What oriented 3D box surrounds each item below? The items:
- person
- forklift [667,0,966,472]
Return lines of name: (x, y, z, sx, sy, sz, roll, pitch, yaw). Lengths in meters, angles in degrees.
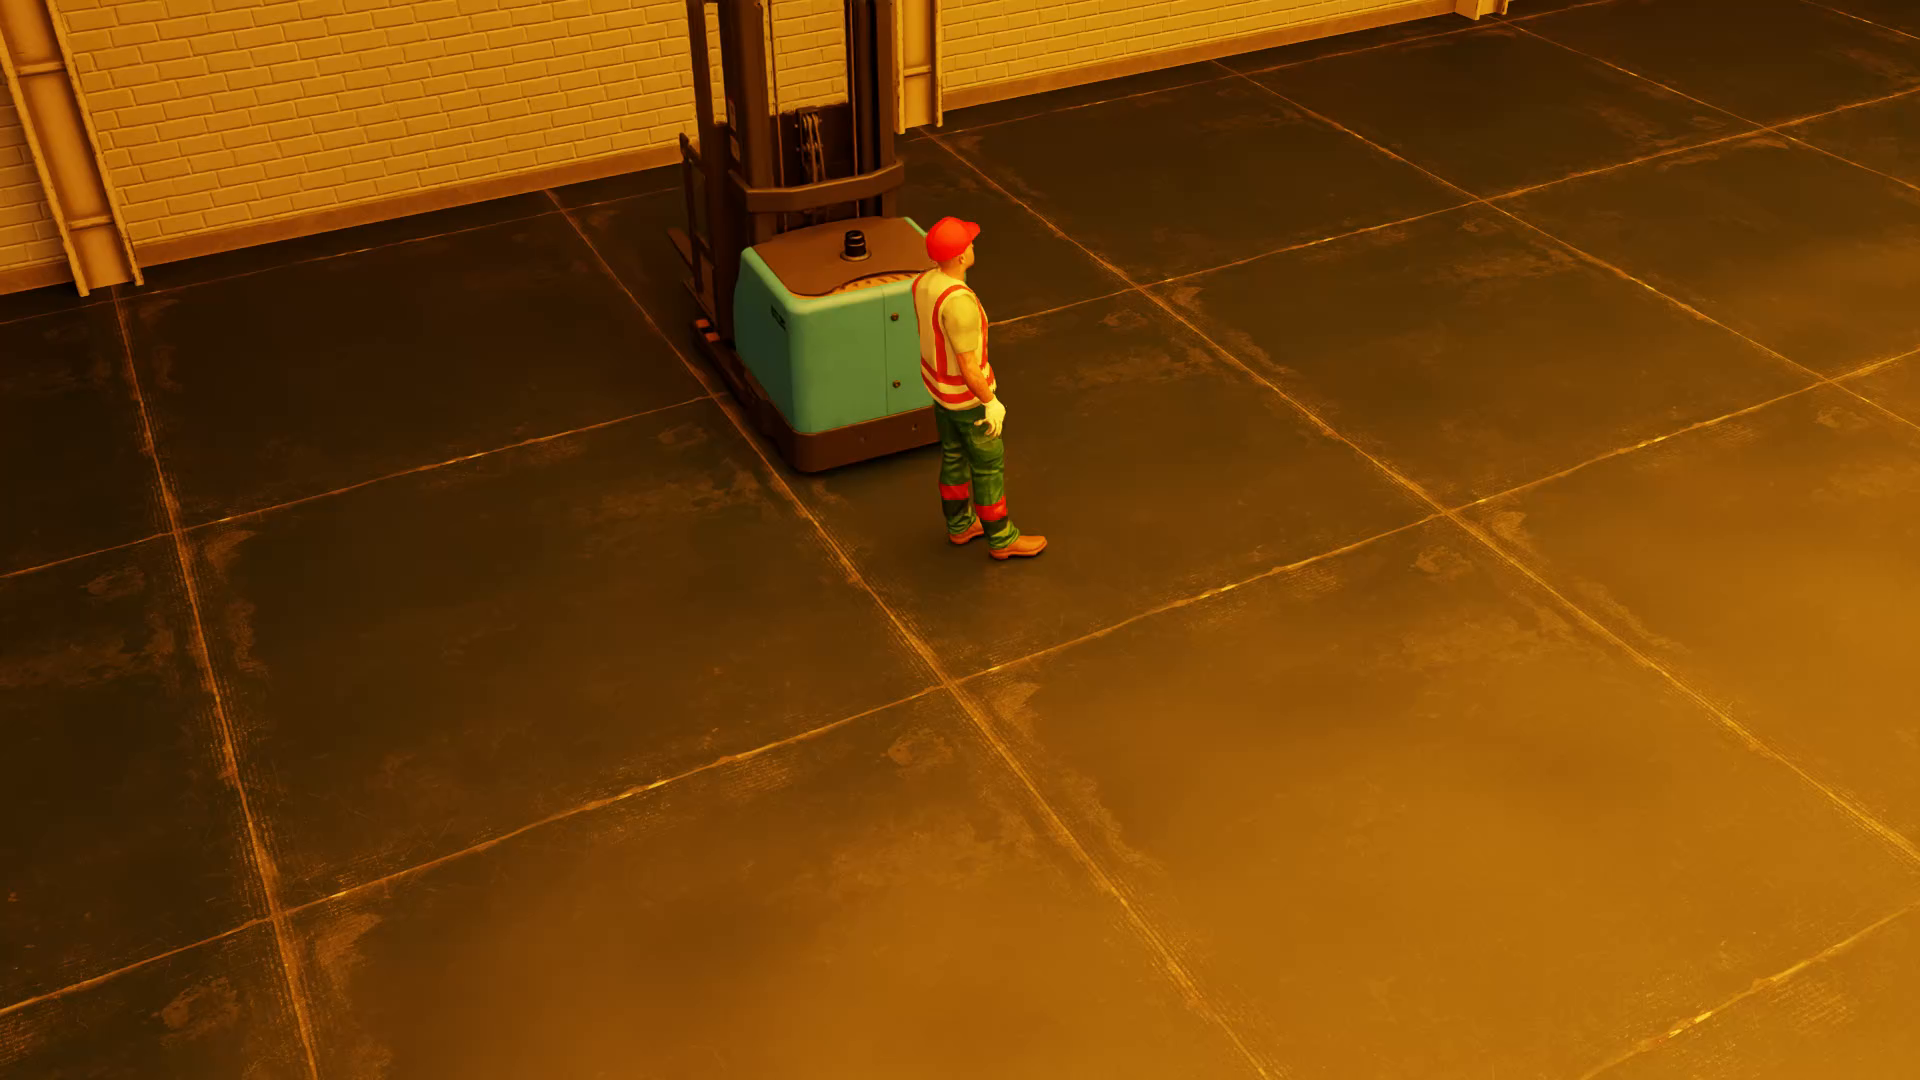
person: (0.084, -0.755, 8.171, 0.564, 1.789, 0.643, -15, 38, -21)
forklift: (-1.034, -2.406, 9.526, 1.130, 2.935, 3.031, -15, 38, -20)
